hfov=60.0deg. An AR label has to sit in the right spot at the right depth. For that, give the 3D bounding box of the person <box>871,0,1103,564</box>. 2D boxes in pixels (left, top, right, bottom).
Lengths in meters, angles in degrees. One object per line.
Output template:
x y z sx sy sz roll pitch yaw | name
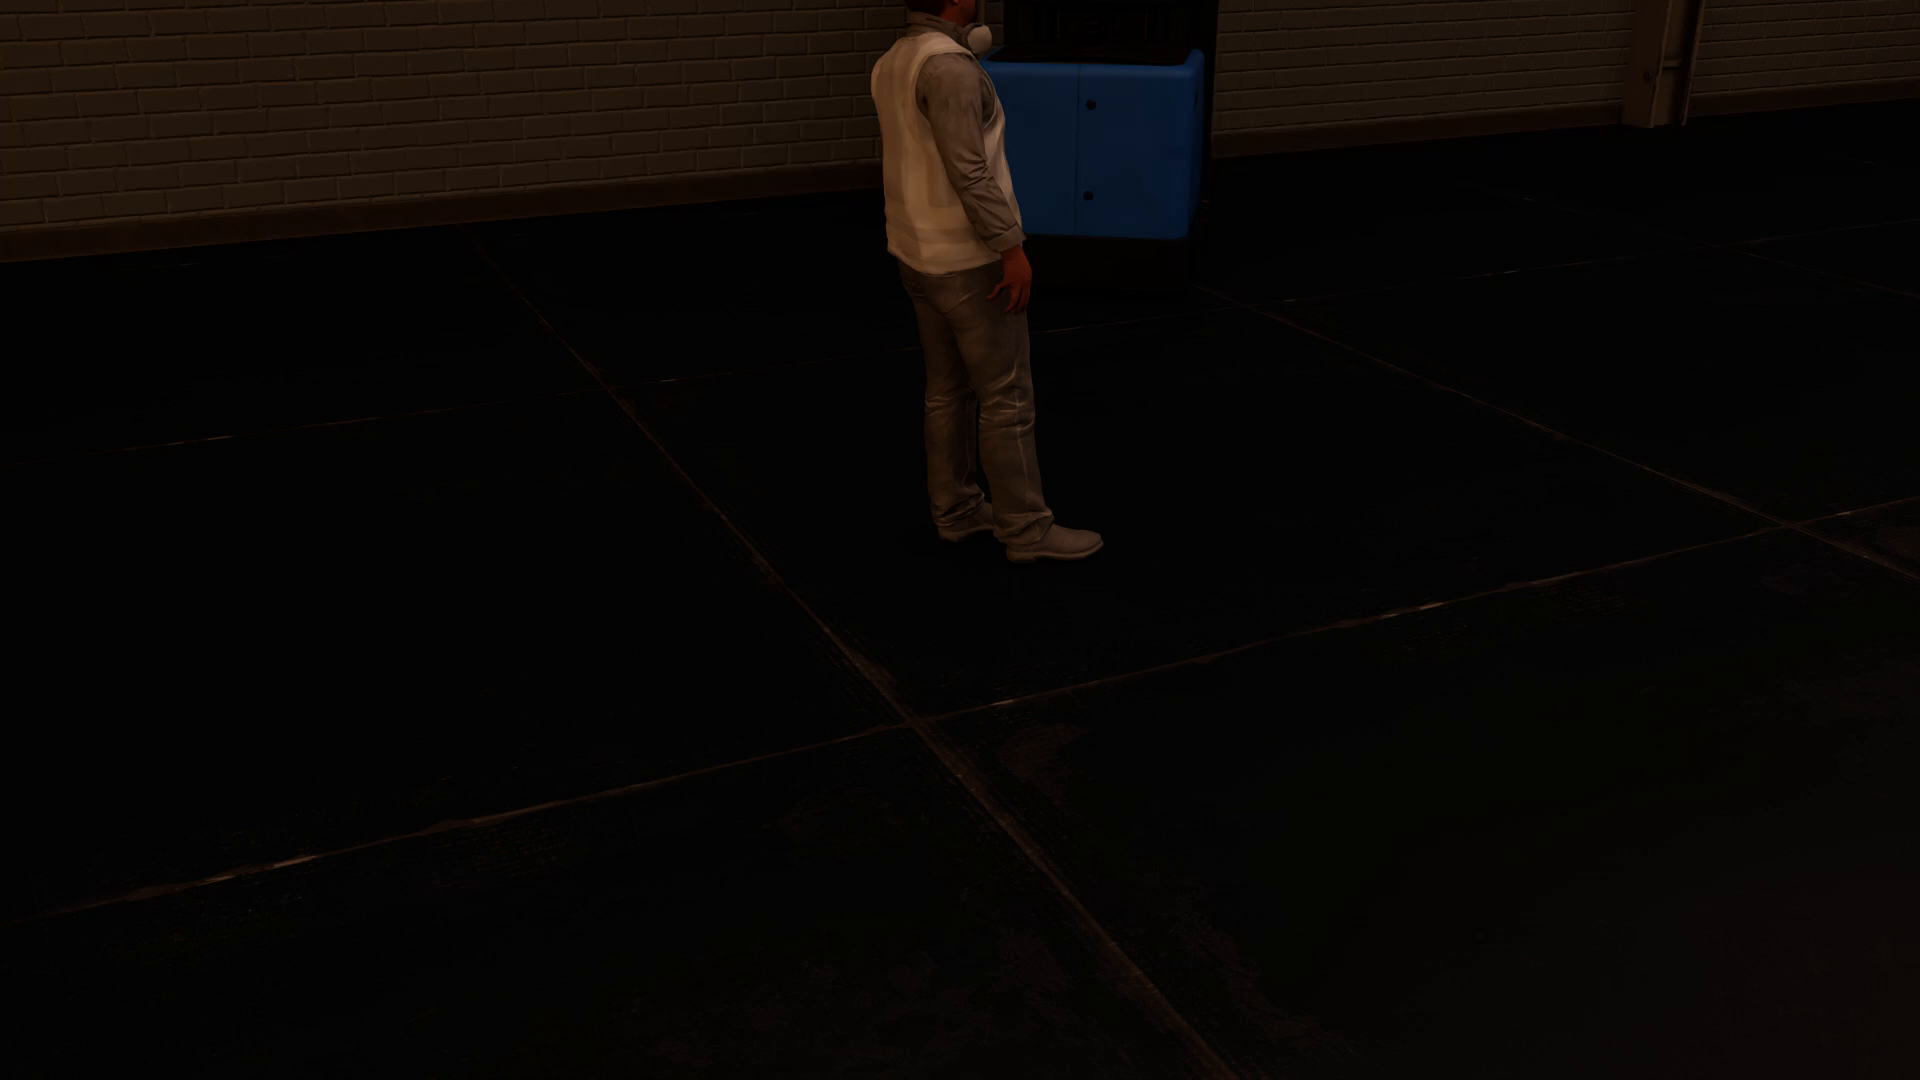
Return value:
0.059 -0.833 4.781 0.568 1.773 0.632 -10 25 -23 | person

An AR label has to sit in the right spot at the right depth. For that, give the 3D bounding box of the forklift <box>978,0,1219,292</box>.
0.813 -3.034 8.591 1.130 2.935 3.031 4 23 10 | forklift
